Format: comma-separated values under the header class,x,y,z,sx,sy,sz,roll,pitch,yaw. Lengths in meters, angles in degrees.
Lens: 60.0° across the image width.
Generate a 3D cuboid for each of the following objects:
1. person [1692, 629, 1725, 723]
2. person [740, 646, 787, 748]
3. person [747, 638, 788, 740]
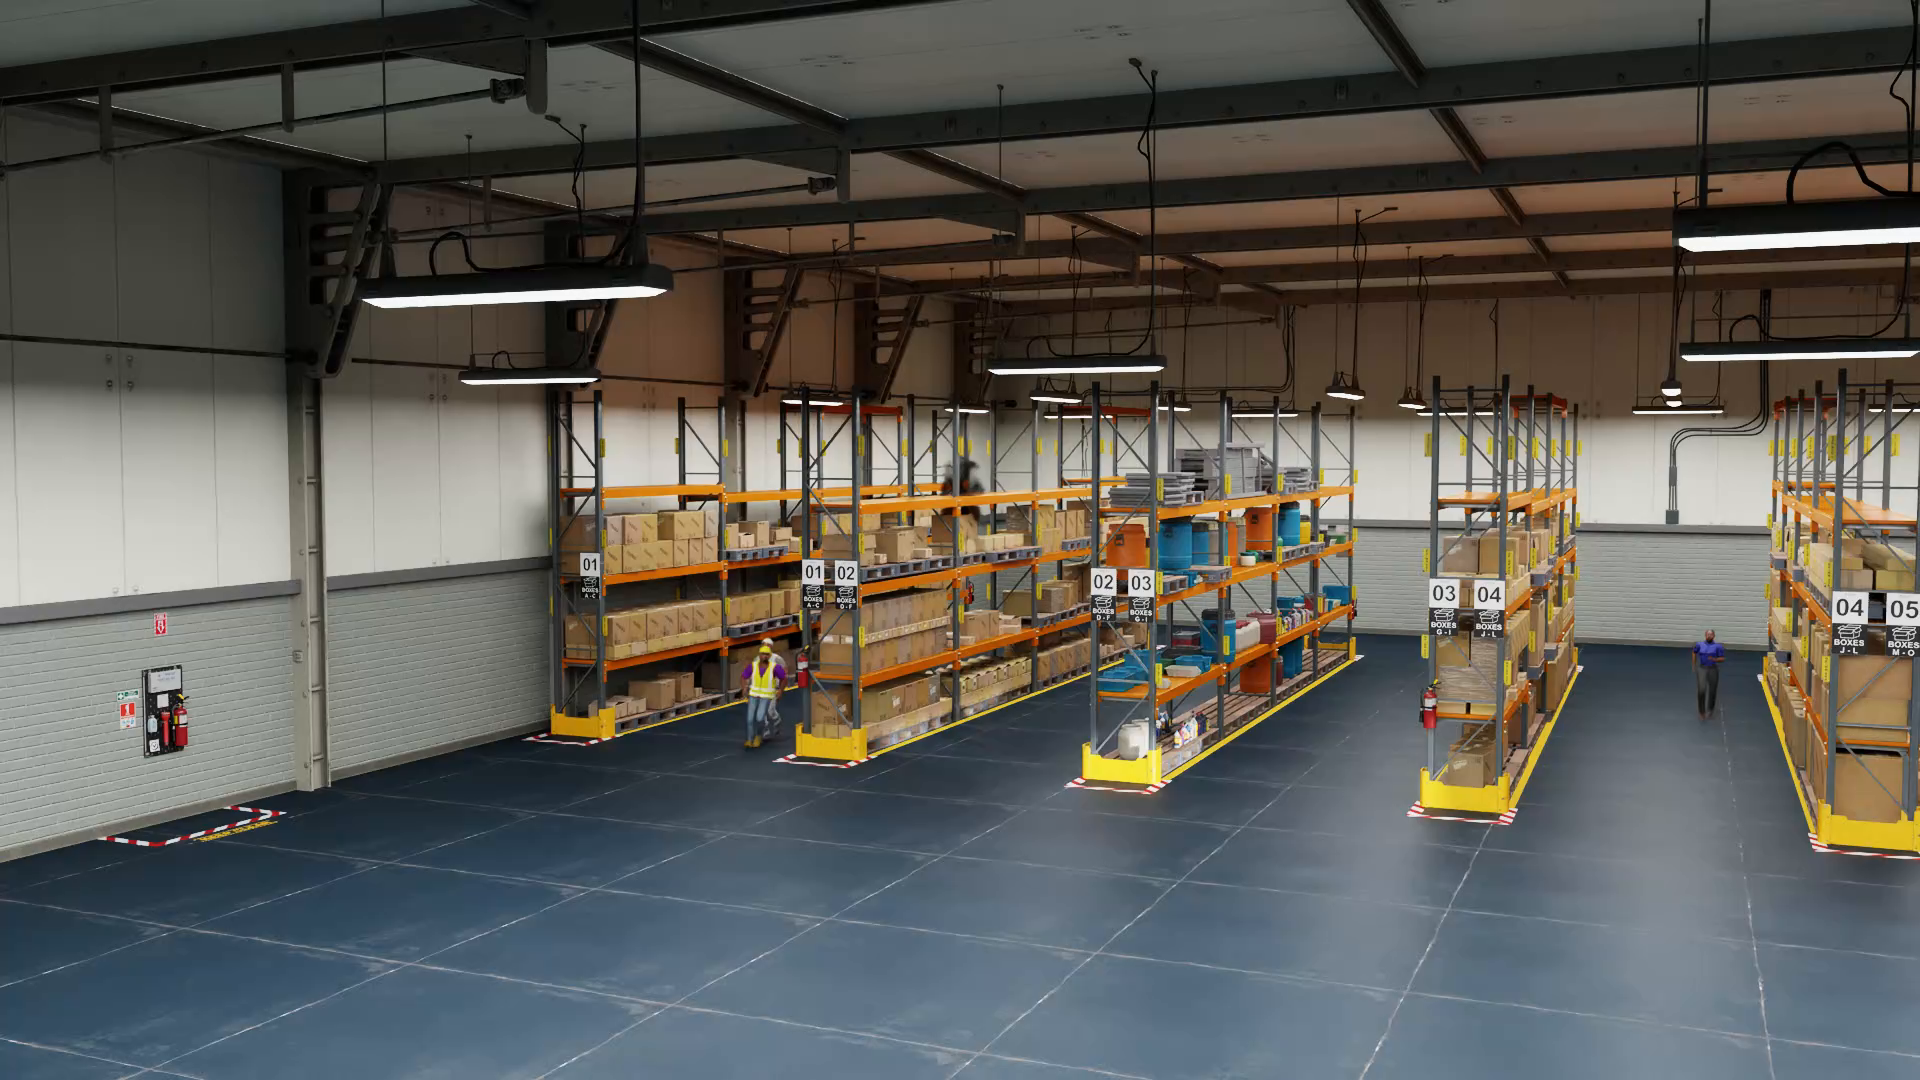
class,x,y,z,sx,sy,sz,roll,pitch,yaw
person,13.770,2.532,30.615,0.549,1.617,0.777,1,3,23
person,-3.309,2.614,27.662,0.753,1.699,0.588,0,3,8
person,-3.315,2.554,28.528,0.654,1.738,0.608,1,3,18
